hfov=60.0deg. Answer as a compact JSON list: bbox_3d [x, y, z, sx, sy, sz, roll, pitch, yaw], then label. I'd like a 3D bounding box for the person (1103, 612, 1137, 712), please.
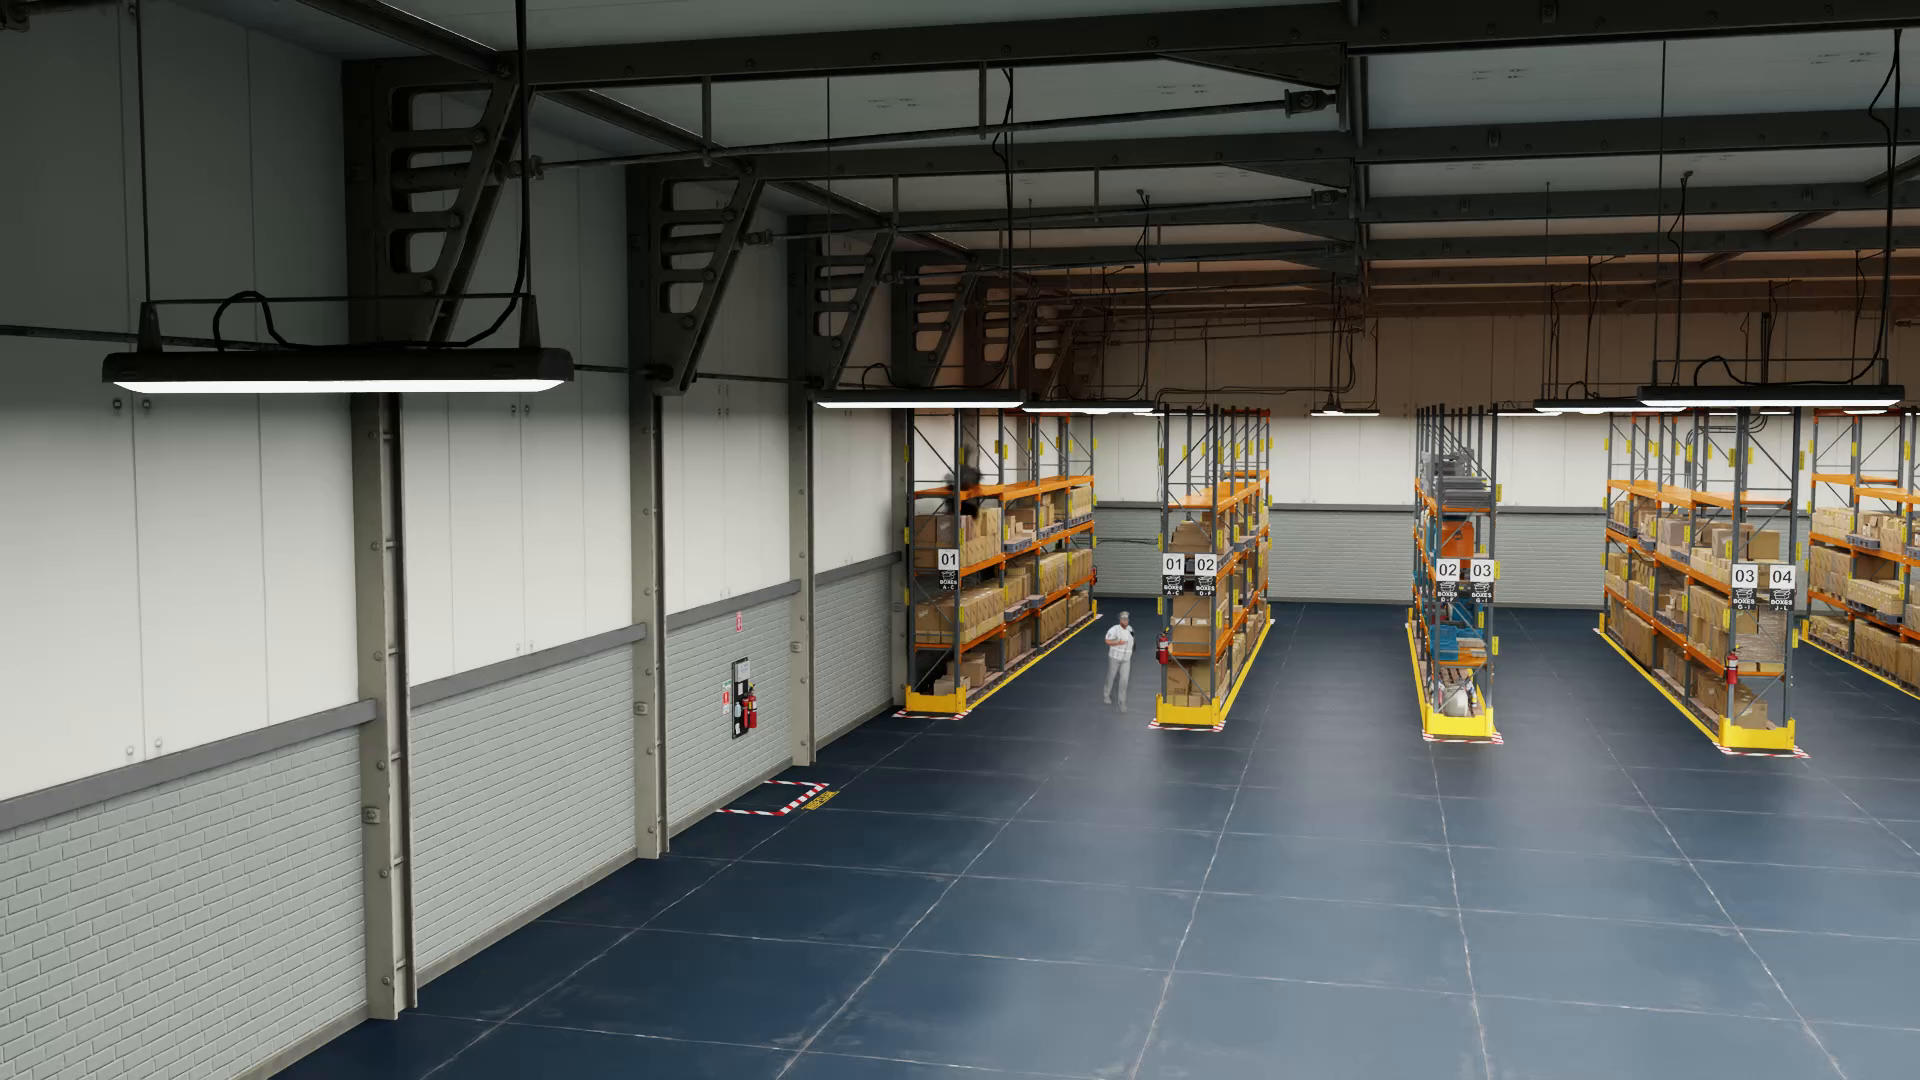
[{"bbox_3d":[3.065,2.270,31.338,0.666,1.829,0.822,-2,4,-20],"label":"person"}]

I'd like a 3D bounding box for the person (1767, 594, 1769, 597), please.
[{"bbox_3d":[21.761,1.702,44.244,0.559,1.622,0.767,0,4,-1],"label":"person"}]
